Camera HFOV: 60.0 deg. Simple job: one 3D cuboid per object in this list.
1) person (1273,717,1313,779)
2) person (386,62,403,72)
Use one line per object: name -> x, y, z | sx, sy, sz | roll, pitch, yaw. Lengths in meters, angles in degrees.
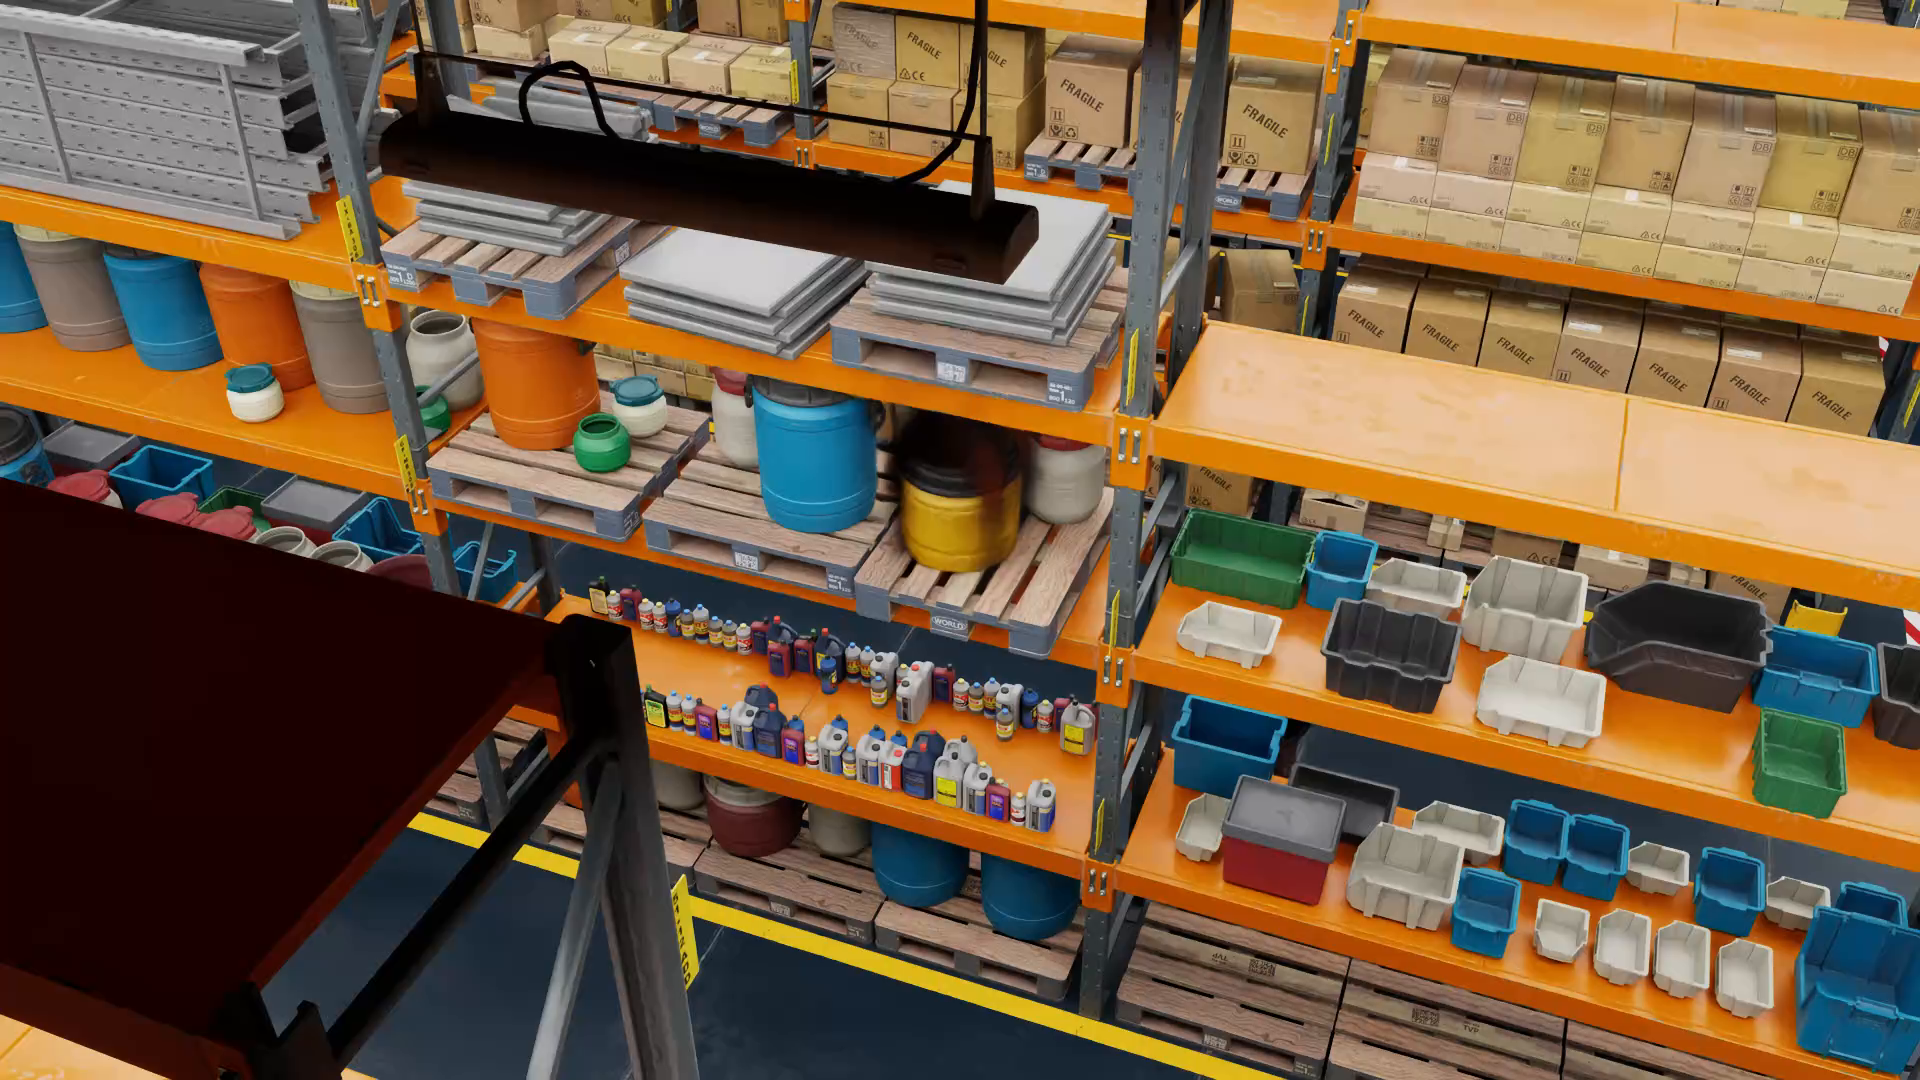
person -> 1.935, 1.106, 10.269 | 1.023, 1.661, 0.669 | 27, 44, 31
person -> -6.556, -5.165, 18.912 | 0.553, 1.711, 0.619 | -25, 43, -30
